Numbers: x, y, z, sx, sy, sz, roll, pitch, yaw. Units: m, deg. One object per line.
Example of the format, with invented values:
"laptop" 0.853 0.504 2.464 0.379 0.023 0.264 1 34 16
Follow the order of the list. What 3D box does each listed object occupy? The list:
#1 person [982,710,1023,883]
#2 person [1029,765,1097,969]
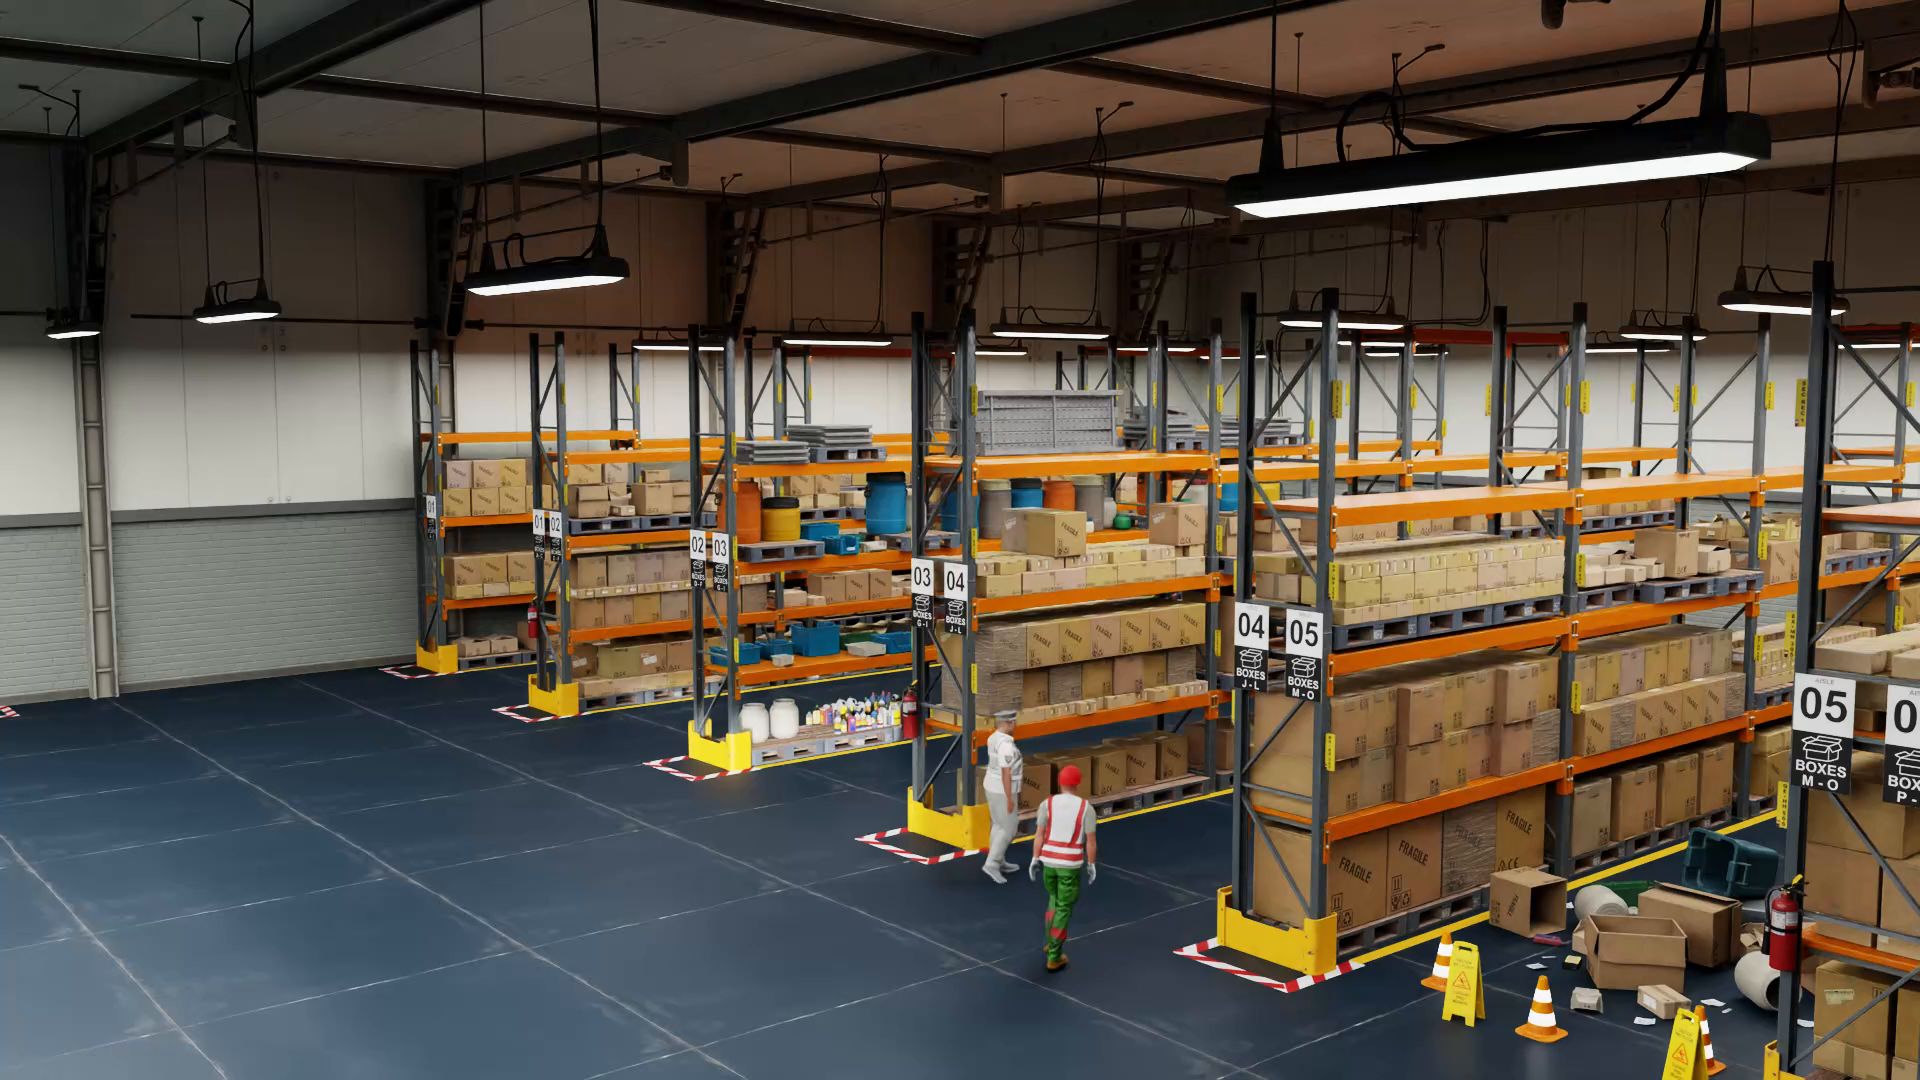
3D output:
"person" 0.427 2.696 17.566 0.478 1.797 0.610 -1 5 -14
"person" 0.928 2.901 14.828 0.551 1.783 0.537 3 6 27
